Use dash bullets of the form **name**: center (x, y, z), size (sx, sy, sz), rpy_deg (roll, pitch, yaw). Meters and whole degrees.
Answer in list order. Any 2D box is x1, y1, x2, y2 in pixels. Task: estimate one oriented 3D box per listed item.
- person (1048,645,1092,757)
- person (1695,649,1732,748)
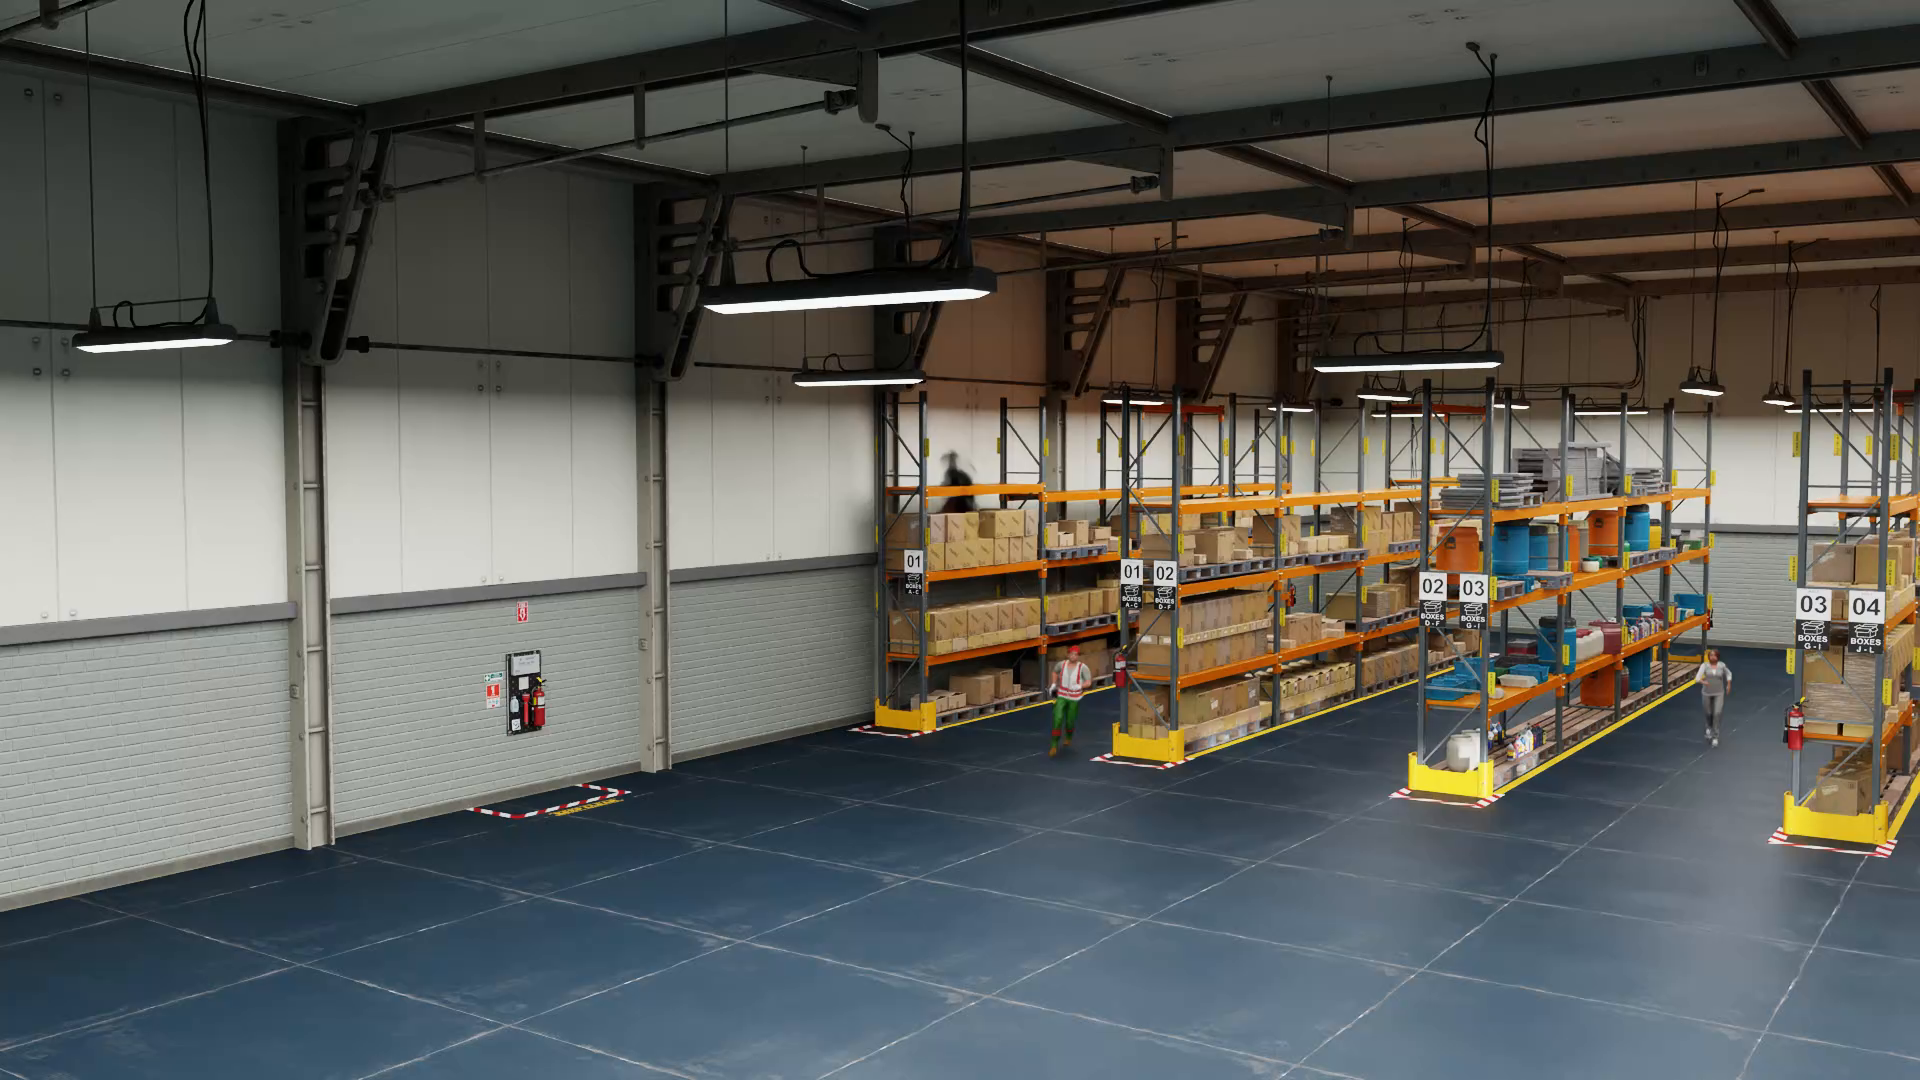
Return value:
- **person**: center (1.805, 2.599, 27.238), size (0.696, 1.778, 0.963), rpy_deg (1, 3, 12)
- **person**: center (12.702, 2.640, 28.047), size (0.557, 1.634, 0.811), rpy_deg (1, 4, 25)
